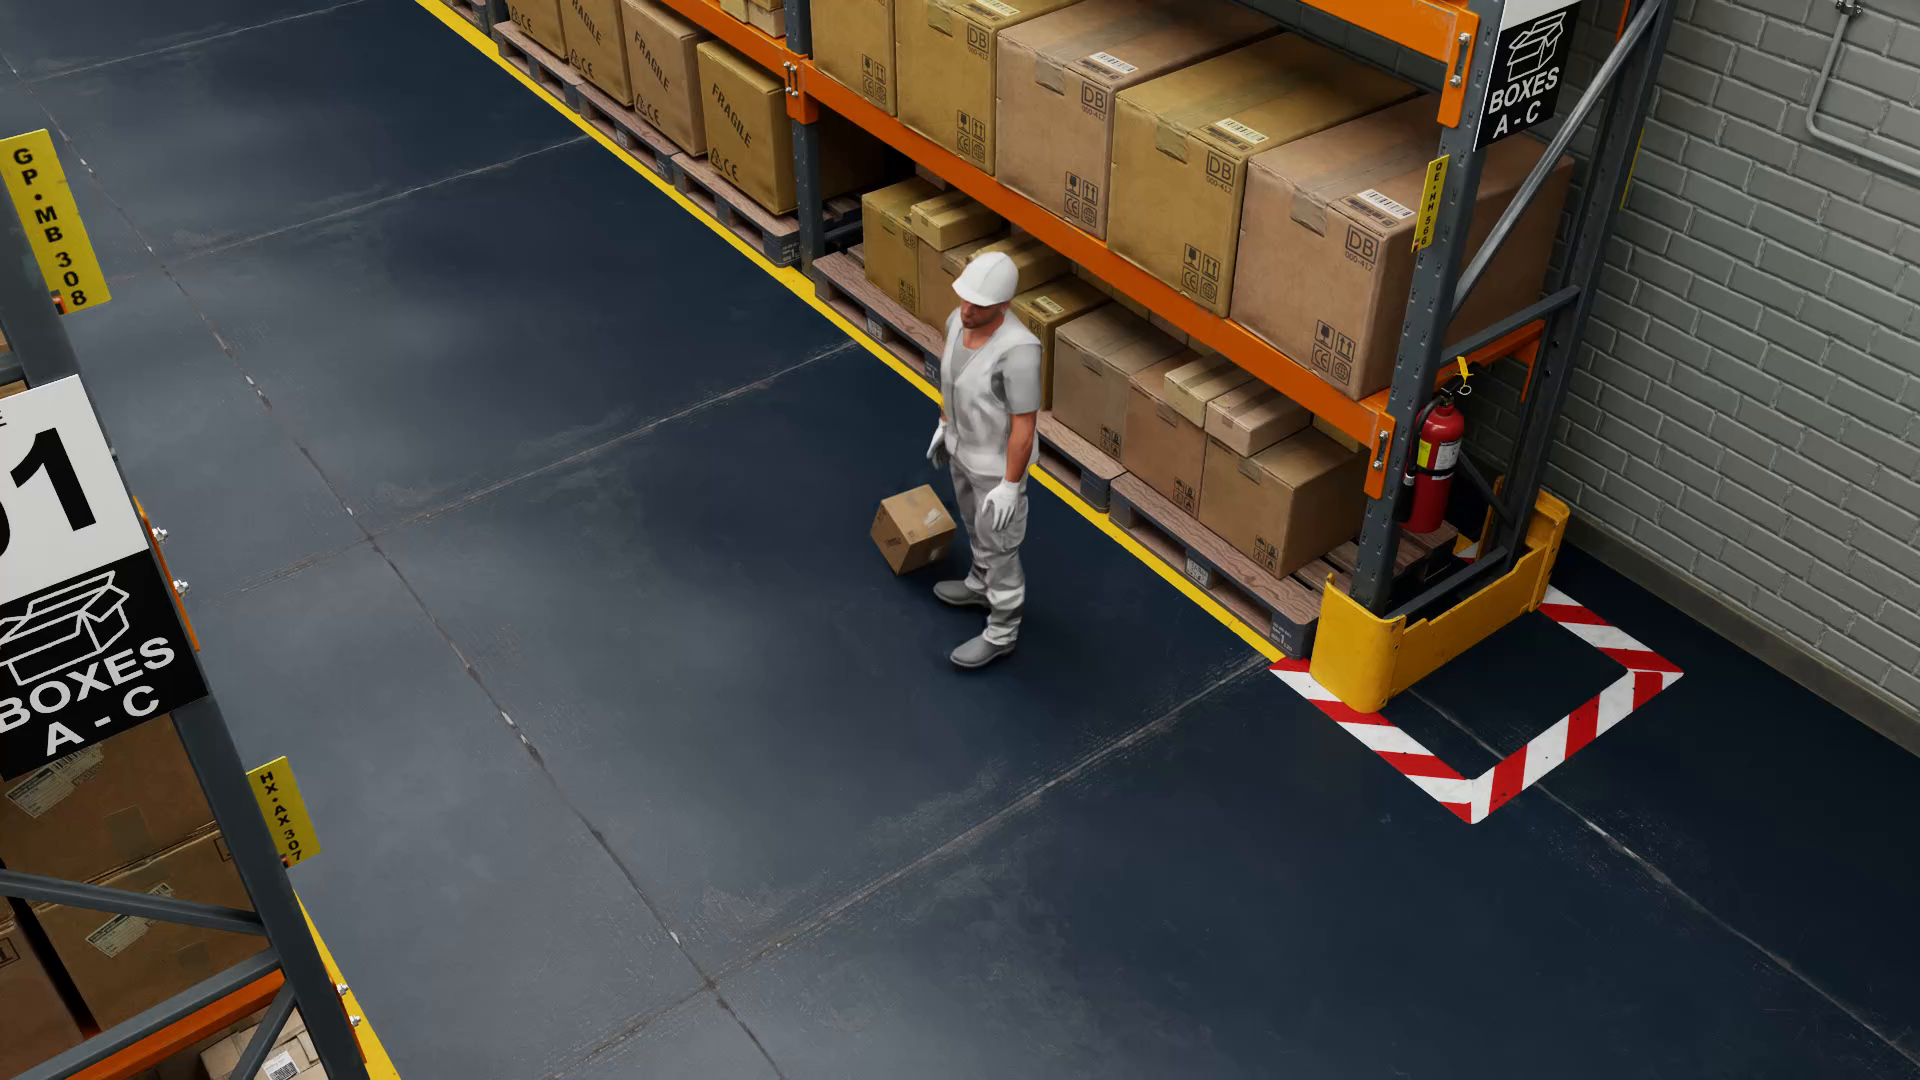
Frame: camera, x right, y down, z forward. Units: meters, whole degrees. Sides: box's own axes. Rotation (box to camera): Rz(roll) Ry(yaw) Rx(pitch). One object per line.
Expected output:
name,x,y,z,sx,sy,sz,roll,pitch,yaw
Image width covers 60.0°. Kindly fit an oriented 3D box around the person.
person,0.074,-0.304,6.450,0.423,1.794,0.623,-19,44,-22
